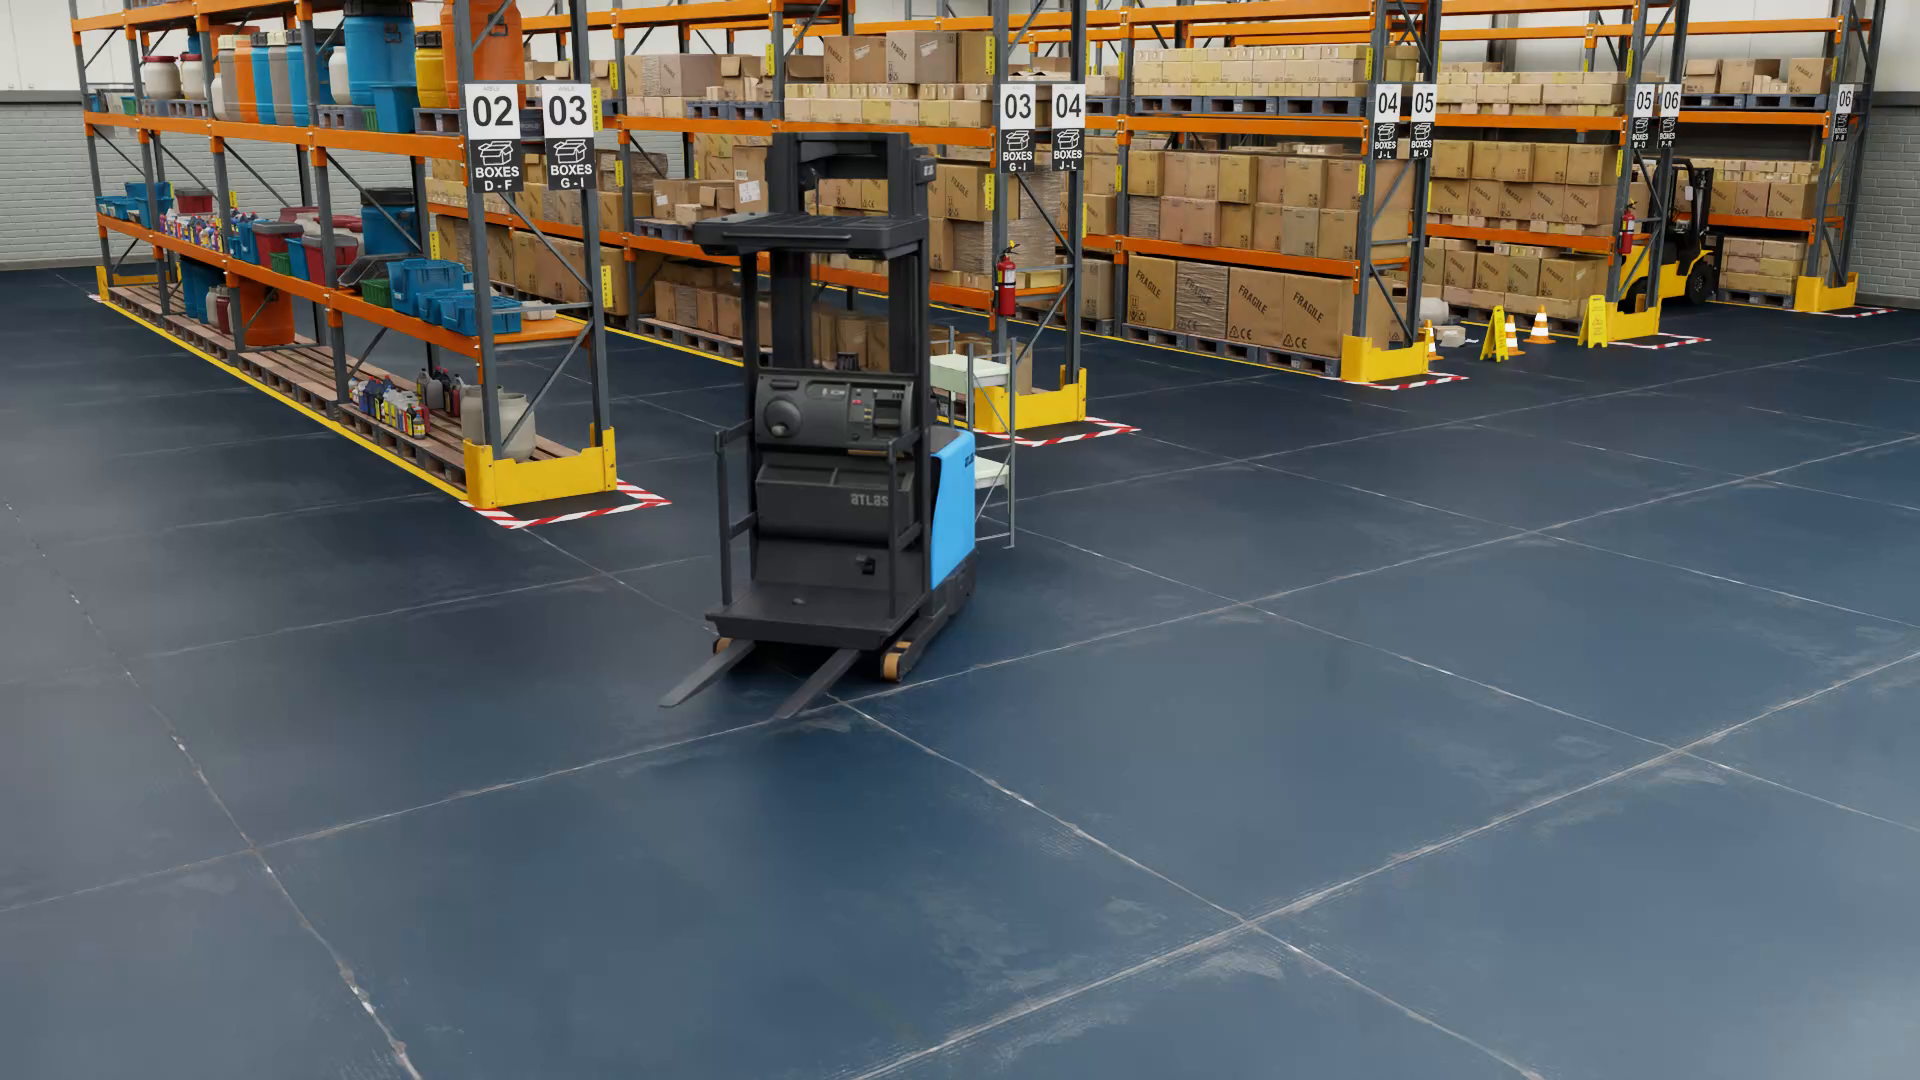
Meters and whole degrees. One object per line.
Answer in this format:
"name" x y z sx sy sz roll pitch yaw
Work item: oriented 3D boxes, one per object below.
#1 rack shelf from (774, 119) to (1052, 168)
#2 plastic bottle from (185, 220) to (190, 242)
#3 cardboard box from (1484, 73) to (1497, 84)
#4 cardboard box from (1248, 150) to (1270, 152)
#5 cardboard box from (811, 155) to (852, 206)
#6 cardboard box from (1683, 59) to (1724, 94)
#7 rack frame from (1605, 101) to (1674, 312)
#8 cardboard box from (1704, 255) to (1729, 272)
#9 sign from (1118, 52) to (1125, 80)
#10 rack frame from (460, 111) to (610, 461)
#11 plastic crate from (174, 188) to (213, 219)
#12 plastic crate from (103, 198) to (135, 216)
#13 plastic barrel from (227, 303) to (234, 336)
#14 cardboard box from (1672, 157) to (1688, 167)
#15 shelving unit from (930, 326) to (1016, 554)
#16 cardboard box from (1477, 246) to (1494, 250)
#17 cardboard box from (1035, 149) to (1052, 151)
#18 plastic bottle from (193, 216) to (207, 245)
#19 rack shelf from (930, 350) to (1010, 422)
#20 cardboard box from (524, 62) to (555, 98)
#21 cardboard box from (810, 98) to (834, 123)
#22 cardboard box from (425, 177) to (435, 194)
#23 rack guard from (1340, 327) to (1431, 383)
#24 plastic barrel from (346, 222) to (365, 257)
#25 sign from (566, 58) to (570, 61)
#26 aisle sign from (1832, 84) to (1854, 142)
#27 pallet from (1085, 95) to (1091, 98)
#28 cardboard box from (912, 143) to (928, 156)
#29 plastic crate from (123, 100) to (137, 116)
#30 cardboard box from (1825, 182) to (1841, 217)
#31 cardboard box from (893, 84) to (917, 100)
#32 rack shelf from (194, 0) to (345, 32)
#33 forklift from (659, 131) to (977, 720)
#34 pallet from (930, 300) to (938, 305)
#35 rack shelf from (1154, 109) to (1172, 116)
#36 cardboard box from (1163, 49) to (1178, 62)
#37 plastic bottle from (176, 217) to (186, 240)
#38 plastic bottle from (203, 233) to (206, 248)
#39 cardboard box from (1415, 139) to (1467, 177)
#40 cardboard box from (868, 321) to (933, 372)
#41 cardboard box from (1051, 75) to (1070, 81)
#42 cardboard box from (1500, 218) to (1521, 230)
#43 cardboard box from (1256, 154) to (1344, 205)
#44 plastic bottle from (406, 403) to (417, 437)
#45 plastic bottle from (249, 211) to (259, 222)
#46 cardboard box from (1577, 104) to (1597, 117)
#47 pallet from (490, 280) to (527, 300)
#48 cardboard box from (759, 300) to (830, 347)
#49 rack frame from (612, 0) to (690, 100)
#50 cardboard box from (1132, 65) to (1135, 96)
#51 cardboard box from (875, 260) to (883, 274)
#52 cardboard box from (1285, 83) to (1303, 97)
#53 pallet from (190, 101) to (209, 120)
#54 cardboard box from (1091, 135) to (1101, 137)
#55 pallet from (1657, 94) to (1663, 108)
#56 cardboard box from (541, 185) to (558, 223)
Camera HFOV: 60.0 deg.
"rack shelf" -0.441 -4.096 17.038 1.077 0.370 4.000 -11 19 -35
"plastic bottle" -9.579 -3.845 20.687 0.097 0.271 0.097 0 15 0
"cardboard box" 7.301 -6.234 22.455 0.380 0.149 0.250 -10 18 -33
"cardboard box" 4.852 -6.047 26.939 0.500 0.500 0.500 -11 19 -35
"cardboard box" -1.263 -3.855 17.831 0.500 0.500 0.500 -11 19 -35
"cardboard box" 11.472 -7.047 25.280 0.797 0.503 0.637 -10 18 -33
"rack frame" 8.751 -4.107 21.399 1.000 3.000 0.127 -11 19 -35
"cardboard box" 11.618 -4.267 25.449 0.500 0.250 0.500 -11 19 -36
"sign" 2.022 -5.933 20.813 0.100 0.325 0.005 -11 19 -35
"rack frame" -3.271 -1.800 12.970 1.000 3.000 0.127 -11 19 -35
"plastic crate" -10.649 -4.652 23.155 0.402 0.464 0.583 -11 19 -35
"plastic crate" -12.413 -4.920 24.574 0.416 0.233 0.300 -11 19 -35
"plastic barrel" -8.681 -2.719 20.246 0.421 0.512 0.421 0 15 0
"cardboard box" 11.181 -5.860 25.823 0.380 0.149 0.250 -11 19 -35
"shelving unit" 0.004 -0.722 11.873 0.431 1.500 0.755 -11 19 -35
"cardboard box" 7.566 -3.897 23.626 0.500 0.500 0.500 -10 18 -32
"cardboard box" 0.961 -5.241 23.461 0.700 0.500 0.500 -11 19 -35
"plastic bottle" -9.290 -3.789 20.331 0.144 0.351 0.185 -11 19 -35
"rack shelf" 0.004 -1.098 11.770 0.431 0.370 0.720 -11 19 -35
"cardboard box" -5.971 -6.706 24.230 0.700 0.500 0.500 -10 18 -33
"cardboard box" -1.244 -4.549 17.617 0.500 0.250 0.500 -11 19 -35
"cardboard box" -8.609 -5.912 27.715 0.500 0.250 0.500 -11 19 -36
"rack guard" 4.821 -2.106 18.824 1.175 0.500 0.348 -11 19 -35
"plastic barrel" -6.008 -2.958 16.944 0.433 0.535 0.433 0 15 0
"sign" -5.887 -7.065 24.951 0.100 0.325 0.005 -11 19 -35
"aisle sign" 12.565 -6.072 23.656 0.394 0.787 0.004 -11 19 -35
"pallet" 2.274 -7.836 29.703 0.805 0.209 1.217 -12 19 -37
"cardboard box" -0.605 -7.907 33.201 0.500 0.500 0.500 -11 19 -36
"plastic crate" -10.820 -5.750 22.123 0.450 0.188 0.662 -11 19 -35
"cardboard box" 12.697 -5.075 24.748 0.500 0.500 0.500 -10 18 -33
"cardboard box" -0.440 -4.425 16.409 0.380 0.149 0.250 -12 19 -37
"rack shelf" -6.799 -5.435 17.007 1.077 0.370 4.000 -11 19 -35
"forklift" -0.770 -0.740 9.229 1.130 2.935 3.031 4 16 15
"pallet" -0.355 -3.847 25.733 1.003 0.211 1.213 -11 19 -35
"rack shelf" 2.871 -7.342 28.900 1.077 0.370 4.000 -11 19 -35
"cardboard box" 2.693 -5.893 20.224 0.380 0.149 0.250 -11 19 -35
"plastic bottle" -9.818 -3.947 21.049 0.152 0.276 0.135 -11 19 -35
"plastic bottle" -9.033 -3.613 19.972 0.097 0.201 0.097 0 15 0
"cardboard box" 6.765 -5.395 23.458 0.700 0.500 0.500 -11 19 -34
"cardboard box" -0.642 -2.087 17.957 0.500 0.500 0.500 -13 20 -39
"cardboard box" 1.551 -6.026 22.028 0.500 0.250 0.500 -11 19 -35
"cardboard box" 7.550 -4.295 22.561 0.380 0.149 0.250 -11 19 -35
"cardboard box" 4.002 -4.239 19.553 0.875 0.550 0.550 -11 19 -35
"plastic bottle" -4.789 -1.048 14.536 0.061 0.283 0.133 -10 18 -33
"plastic bottle" -8.874 -3.958 20.948 0.144 0.351 0.185 -11 19 -35
"cardboard box" 8.142 -5.513 21.332 0.380 0.149 0.250 -11 19 -34
"pallet" -6.704 -3.961 26.147 1.003 0.211 1.213 -11 19 -35
"cardboard box" -1.960 -2.564 19.663 0.700 0.500 0.500 -13 20 -39
"rack frame" -3.969 -7.171 21.229 1.000 3.000 0.127 -11 19 -35
"cardboard box" 3.312 -7.695 27.841 0.700 0.500 0.500 -12 19 -37
"cardboard box" -0.657 -2.844 17.263 0.380 0.149 0.250 -11 19 -35
"cardboard box" 3.890 -5.074 18.743 0.380 0.149 0.250 -11 19 -34
"pallet" -8.346 -5.042 19.493 1.003 0.211 1.213 -11 19 -35
"cardboard box" 2.472 -7.034 30.010 0.500 0.500 0.500 -10 18 -33
"pallet" 10.935 -6.958 26.303 1.003 0.211 1.213 -11 19 -35
"cardboard box" -5.662 -4.828 23.845 0.500 0.500 0.500 -11 19 -36
